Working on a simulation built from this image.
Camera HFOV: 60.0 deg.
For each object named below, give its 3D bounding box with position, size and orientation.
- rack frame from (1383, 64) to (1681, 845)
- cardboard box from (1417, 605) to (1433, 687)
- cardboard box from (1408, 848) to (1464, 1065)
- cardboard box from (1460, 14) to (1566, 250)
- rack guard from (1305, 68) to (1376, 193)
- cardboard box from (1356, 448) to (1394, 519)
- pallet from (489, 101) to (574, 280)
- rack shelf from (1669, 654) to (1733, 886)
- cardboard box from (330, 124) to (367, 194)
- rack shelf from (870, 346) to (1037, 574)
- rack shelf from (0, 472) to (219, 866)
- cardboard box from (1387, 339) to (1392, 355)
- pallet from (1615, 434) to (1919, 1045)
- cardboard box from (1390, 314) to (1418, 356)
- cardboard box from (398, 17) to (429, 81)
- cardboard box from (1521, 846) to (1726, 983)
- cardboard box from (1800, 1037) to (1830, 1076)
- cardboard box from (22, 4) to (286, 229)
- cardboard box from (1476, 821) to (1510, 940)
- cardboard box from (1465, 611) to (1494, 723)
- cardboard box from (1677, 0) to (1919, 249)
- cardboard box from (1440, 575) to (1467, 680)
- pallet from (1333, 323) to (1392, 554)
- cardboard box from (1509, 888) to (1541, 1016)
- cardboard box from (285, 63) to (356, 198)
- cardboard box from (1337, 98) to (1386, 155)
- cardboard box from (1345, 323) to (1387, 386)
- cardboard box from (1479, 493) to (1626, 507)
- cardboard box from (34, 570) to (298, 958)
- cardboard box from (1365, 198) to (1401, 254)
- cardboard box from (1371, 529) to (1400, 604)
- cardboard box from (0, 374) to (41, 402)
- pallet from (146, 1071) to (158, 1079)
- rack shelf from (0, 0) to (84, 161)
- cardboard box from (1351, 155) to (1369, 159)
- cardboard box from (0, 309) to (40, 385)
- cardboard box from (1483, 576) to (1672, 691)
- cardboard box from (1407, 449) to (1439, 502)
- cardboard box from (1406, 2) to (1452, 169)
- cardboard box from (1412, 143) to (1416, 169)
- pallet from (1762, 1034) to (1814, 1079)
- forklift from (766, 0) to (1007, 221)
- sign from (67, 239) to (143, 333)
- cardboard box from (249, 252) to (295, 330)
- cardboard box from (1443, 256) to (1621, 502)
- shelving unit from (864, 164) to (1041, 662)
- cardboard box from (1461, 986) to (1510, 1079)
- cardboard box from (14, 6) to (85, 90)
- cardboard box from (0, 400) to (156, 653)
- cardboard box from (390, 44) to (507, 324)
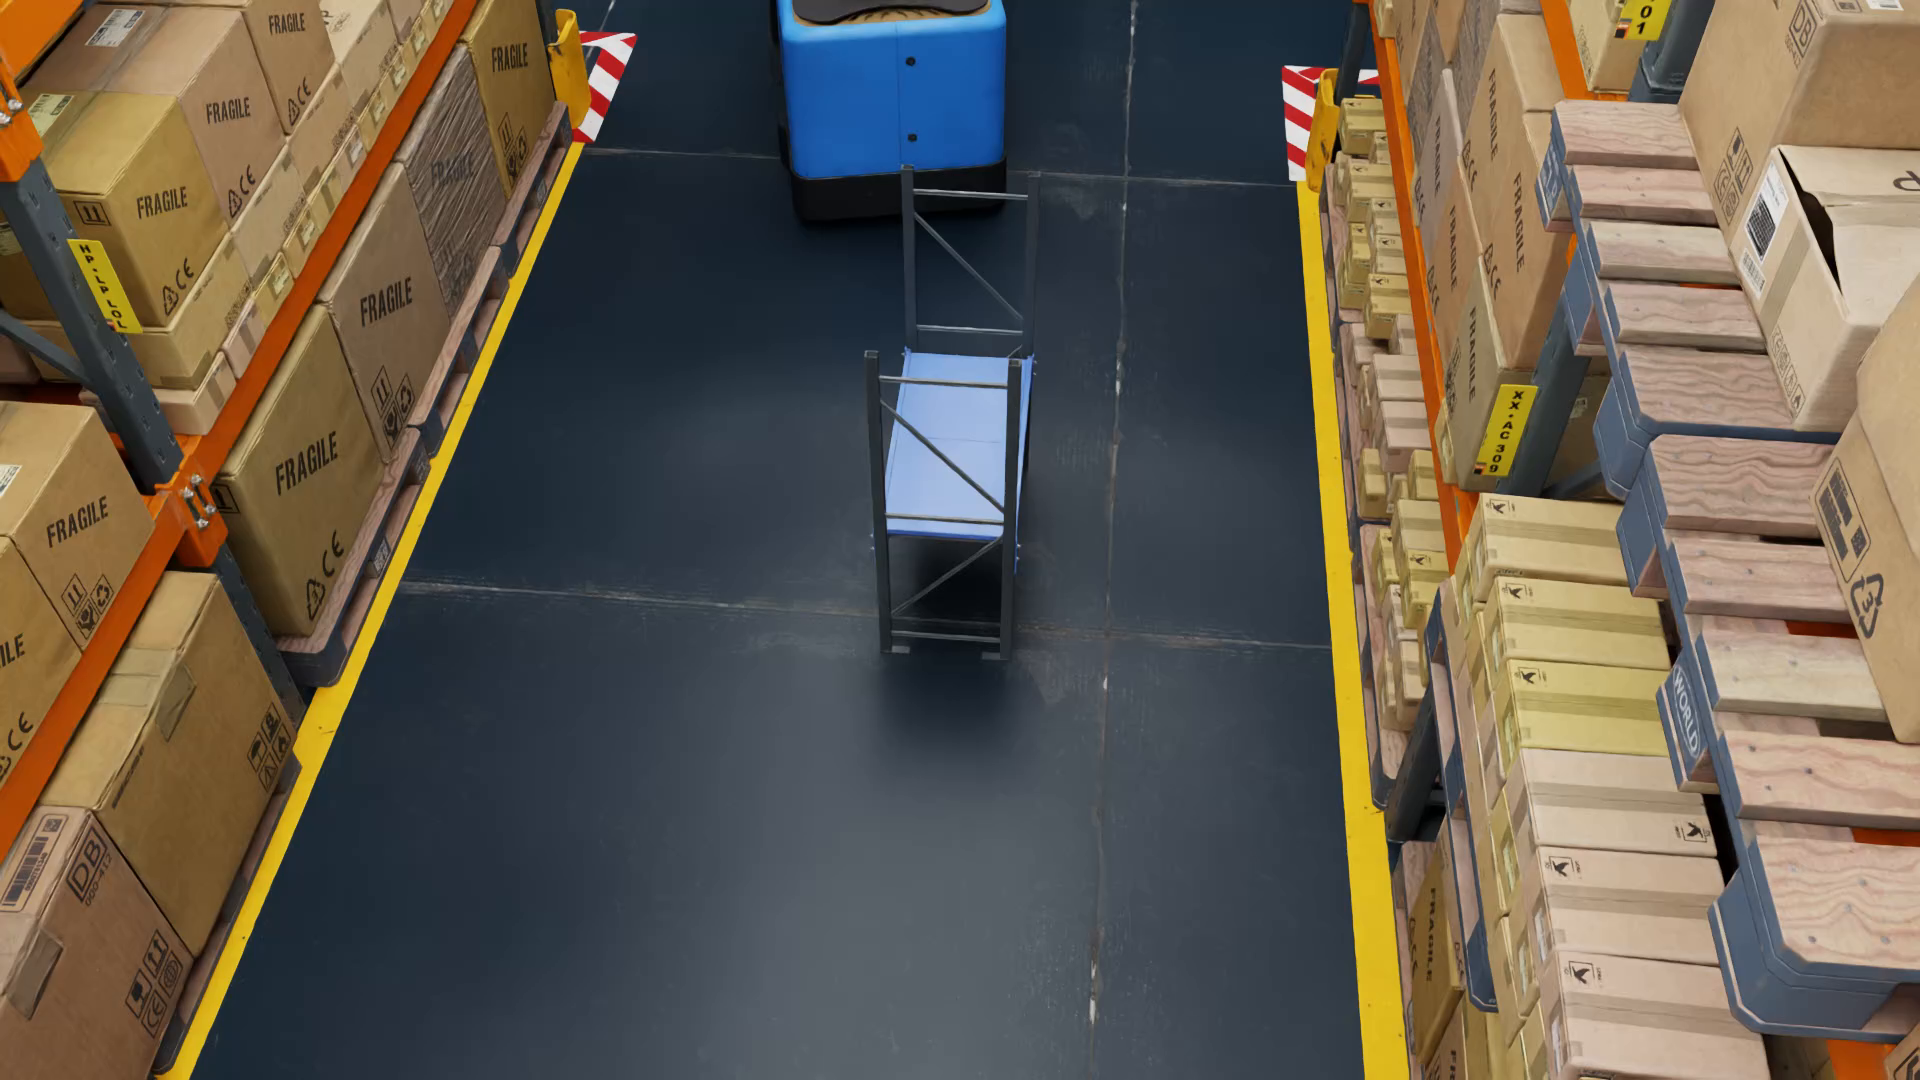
[{"bbox_3d":[1.992,0.034,4.712,1.000,3.000,0.127,4,48,4],"label":"rack frame"},{"bbox_3d":[1.765,0.375,5.644,0.380,0.149,0.250,5,48,5],"label":"cardboard box"},{"bbox_3d":[1.661,1.261,4.999,0.500,0.500,0.500,6,48,5],"label":"cardboard box"},{"bbox_3d":[1.808,-1.181,4.876,0.500,0.500,0.500,3,48,2],"label":"cardboard box"},{"bbox_3d":[2.350,-2.006,8.271,1.175,0.500,0.348,4,48,4],"label":"rack guard"},{"bbox_3d":[1.783,-0.217,6.589,0.380,0.149,0.250,4,48,3],"label":"cardboard box"},{"bbox_3d":[-2.568,-1.779,8.260,1.003,0.211,1.213,4,48,4],"label":"pallet"},{"bbox_3d":[1.810,1.747,3.633,1.077,0.370,4.000,4,48,4],"label":"rack shelf"},{"bbox_3d":[-2.462,-1.436,6.227,0.380,0.149,0.250,4,48,4],"label":"cardboard box"},{"bbox_3d":[-0.008,-0.322,6.298,0.538,0.185,1.000,4,48,4],"label":"rack shelf"},{"bbox_3d":[-3.120,1.339,4.006,1.077,0.370,4.000,4,48,4],"label":"rack shelf"},{"bbox_3d":[1.994,-0.849,6.966,0.380,0.149,0.250,6,48,6],"label":"cardboard box"},{"bbox_3d":[1.739,0.294,2.569,1.213,0.211,1.003,4,48,4],"label":"pallet"},{"bbox_3d":[1.943,-0.764,6.686,0.380,0.149,0.250,4,48,4],"label":"cardboard box"},{"bbox_3d":[-2.393,-2.003,6.745,0.380,0.149,0.250,4,48,4],"label":"cardboard box"},{"bbox_3d":[1.405,0.800,3.494,0.380,0.149,0.250,4,48,3],"label":"cardboard box"},{"bbox_3d":[2.063,1.045,3.673,0.380,0.149,0.250,2,48,2],"label":"cardboard box"},{"bbox_3d":[-2.587,-1.372,5.390,0.500,0.500,0.500,4,48,4],"label":"cardboard box"},{"bbox_3d":[1.428,0.808,3.890,0.380,0.149,0.250,4,48,4],"label":"cardboard box"},{"bbox_3d":[1.477,0.326,4.129,0.380,0.149,0.250,3,48,3],"label":"cardboard box"},{"bbox_3d":[1.848,-0.882,3.165,0.700,0.500,0.500,4,48,4],"label":"cardboard box"},{"bbox_3d":[1.498,0.236,4.413,0.380,0.149,0.250,2,48,2],"label":"cardboard box"},{"bbox_3d":[2.127,-0.419,7.016,1.003,0.211,1.213,4,48,4],"label":"pallet"},{"bbox_3d":[1.408,0.905,3.599,0.380,0.149,0.250,6,48,5],"label":"cardboard box"},{"bbox_3d":[-2.542,-1.497,6.012,0.500,0.250,0.500,5,48,4],"label":"cardboard box"},{"bbox_3d":[1.971,-1.923,7.746,0.380,0.149,0.250,2,48,2],"label":"cardboard box"},{"bbox_3d":[1.862,-0.789,7.112,0.380,0.149,0.250,2,48,2],"label":"cardboard box"},{"bbox_3d":[1.785,-0.107,5.011,0.380,0.149,0.250,3,48,3],"label":"cardboard box"},{"bbox_3d":[-2.976,0.673,5.282,1.225,0.875,0.875,4,48,4],"label":"cardboard box"},{"bbox_3d":[1.975,-1.348,7.220,0.380,0.149,0.250,2,48,2],"label":"cardboard box"},{"bbox_3d":[1.724,0.104,6.094,0.380,0.149,0.250,2,48,2],"label":"cardboard box"},{"bbox_3d":[-3.236,-0.535,5.403,0.380,0.149,0.250,4,48,4],"label":"cardboard box"},{"bbox_3d":[-3.042,2.039,4.768,1.003,0.211,1.213,4,48,4],"label":"pallet"},{"bbox_3d":[-2.756,-2.613,5.588,1.077,0.370,4.000,4,48,4],"label":"rack shelf"},{"bbox_3d":[2.053,-1.817,7.851,0.380,0.149,0.250,6,48,5],"label":"cardboard box"},{"bbox_3d":[-3.159,-0.765,5.343,0.500,0.250,0.500,3,48,3],"label":"cardboard box"},{"bbox_3d":[1.479,0.240,4.006,0.380,0.149,0.250,5,48,5],"label":"cardboard box"},{"bbox_3d":[1.866,-0.184,6.156,0.380,0.149,0.250,5,48,5],"label":"cardboard box"},{"bbox_3d":[1.920,-1.599,5.936,0.500,0.500,0.500,3,48,3],"label":"cardboard box"},{"bbox_3d":[1.909,-1.454,6.244,0.380,0.149,0.250,5,48,5],"label":"cardboard box"},{"bbox_3d":[1.767,1.581,3.427,1.003,0.211,1.213,4,48,4],"label":"pallet"},{"bbox_3d":[-0.481,-3.645,8.123,1.130,2.935,3.031,-6,48,-5],"label":"forklift"},{"bbox_3d":[-2.397,-0.708,4.660,0.100,0.325,0.005,4,48,4],"label":"sign"},{"bbox_3d":[-2.532,-0.870,5.709,0.380,0.149,0.250,5,48,5],"label":"cardboard box"},{"bbox_3d":[1.755,-0.474,4.908,0.500,0.500,0.500,4,48,4],"label":"cardboard box"},{"bbox_3d":[-0.008,-0.443,6.165,0.538,1.500,1.048,4,48,4],"label":"shelving unit"},{"bbox_3d":[1.616,1.400,4.364,0.500,0.250,0.500,5,48,5],"label":"cardboard box"},{"bbox_3d":[-3.112,-1.400,5.416,0.500,0.500,0.500,4,48,4],"label":"cardboard box"},{"bbox_3d":[-2.709,-0.045,4.717,0.500,0.500,0.500,4,48,4],"label":"cardboard box"},{"bbox_3d":[-2.635,-1.593,7.356,0.875,0.875,0.875,4,48,4],"label":"cardboard box"}]
